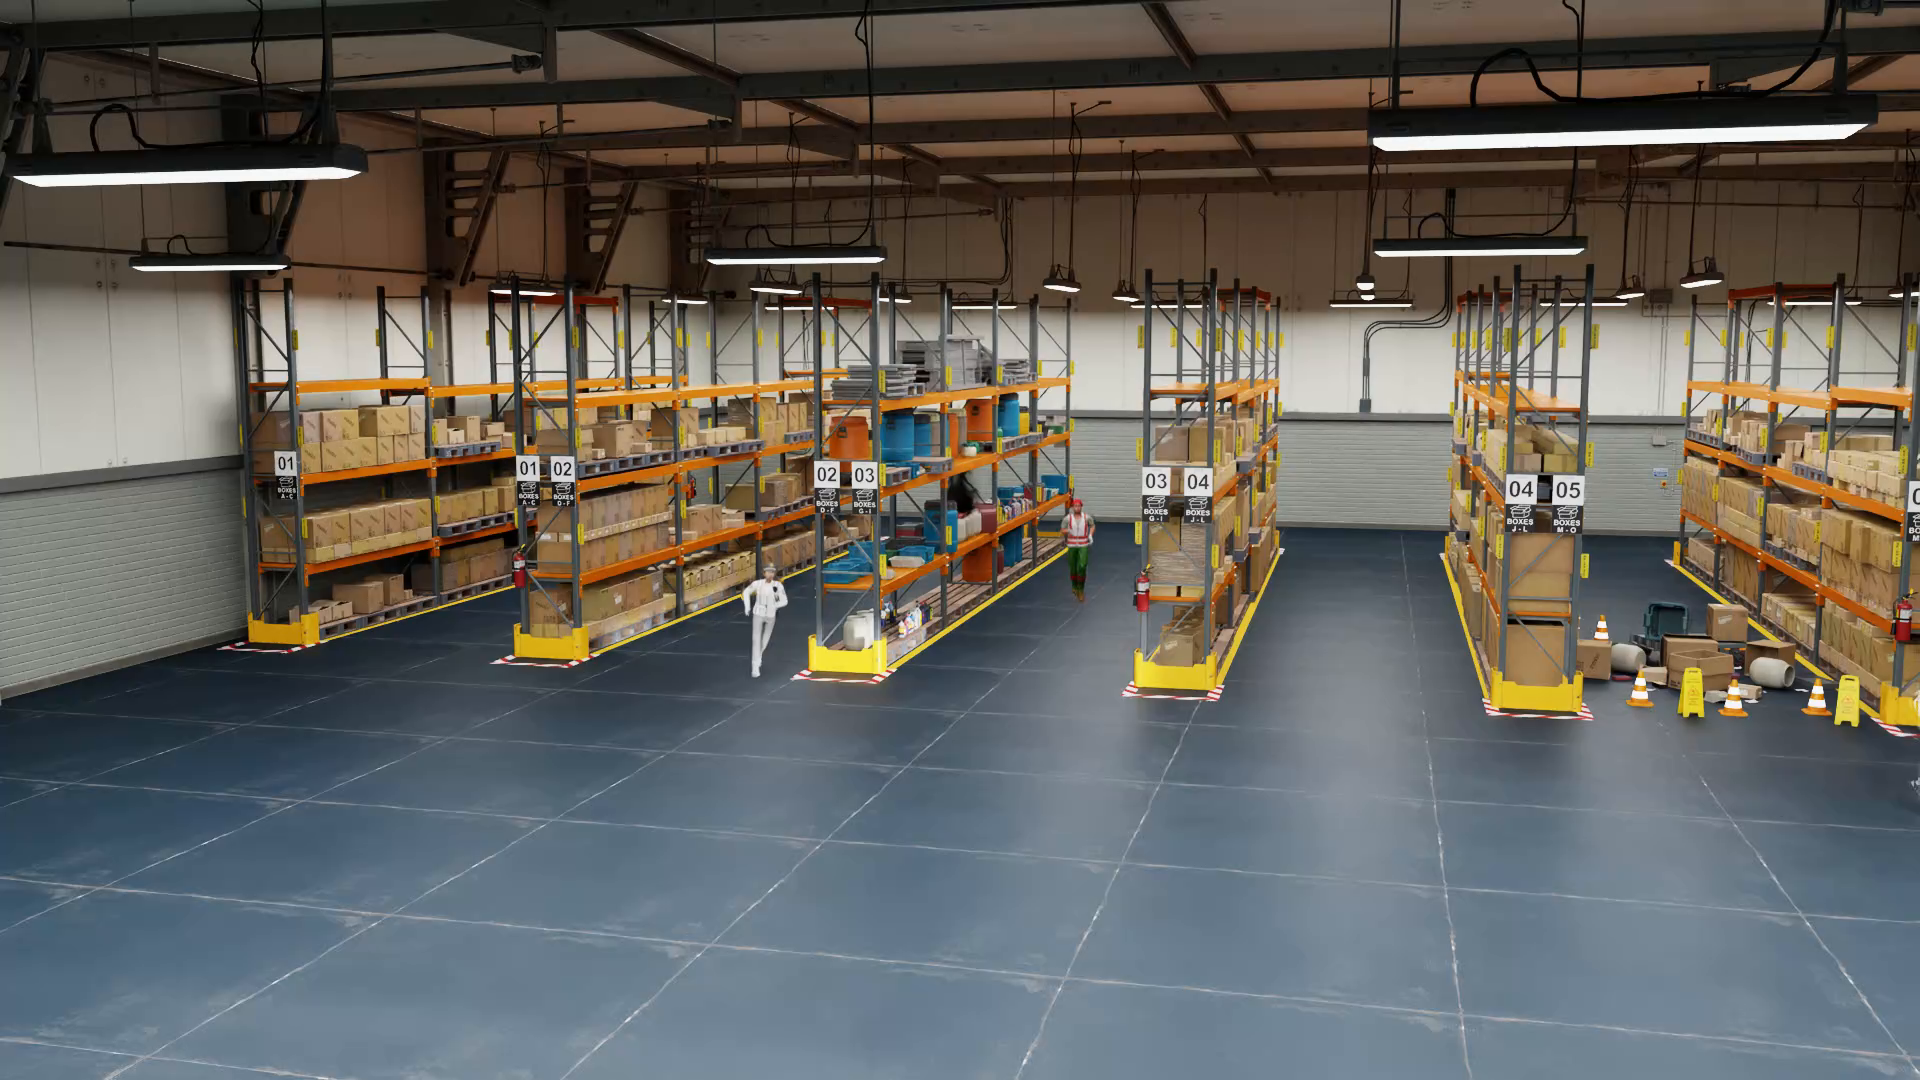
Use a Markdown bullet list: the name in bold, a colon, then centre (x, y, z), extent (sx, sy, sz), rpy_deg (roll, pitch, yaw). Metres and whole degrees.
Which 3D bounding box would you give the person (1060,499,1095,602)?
- **person**: centre (2.161, 0.185, 30.562), extent (0.634, 1.886, 0.694), rpy_deg (1, 7, 5)

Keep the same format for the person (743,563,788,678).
- **person**: centre (-2.935, 1.171, 25.143), extent (0.656, 1.686, 0.898), rpy_deg (-2, 7, -13)
